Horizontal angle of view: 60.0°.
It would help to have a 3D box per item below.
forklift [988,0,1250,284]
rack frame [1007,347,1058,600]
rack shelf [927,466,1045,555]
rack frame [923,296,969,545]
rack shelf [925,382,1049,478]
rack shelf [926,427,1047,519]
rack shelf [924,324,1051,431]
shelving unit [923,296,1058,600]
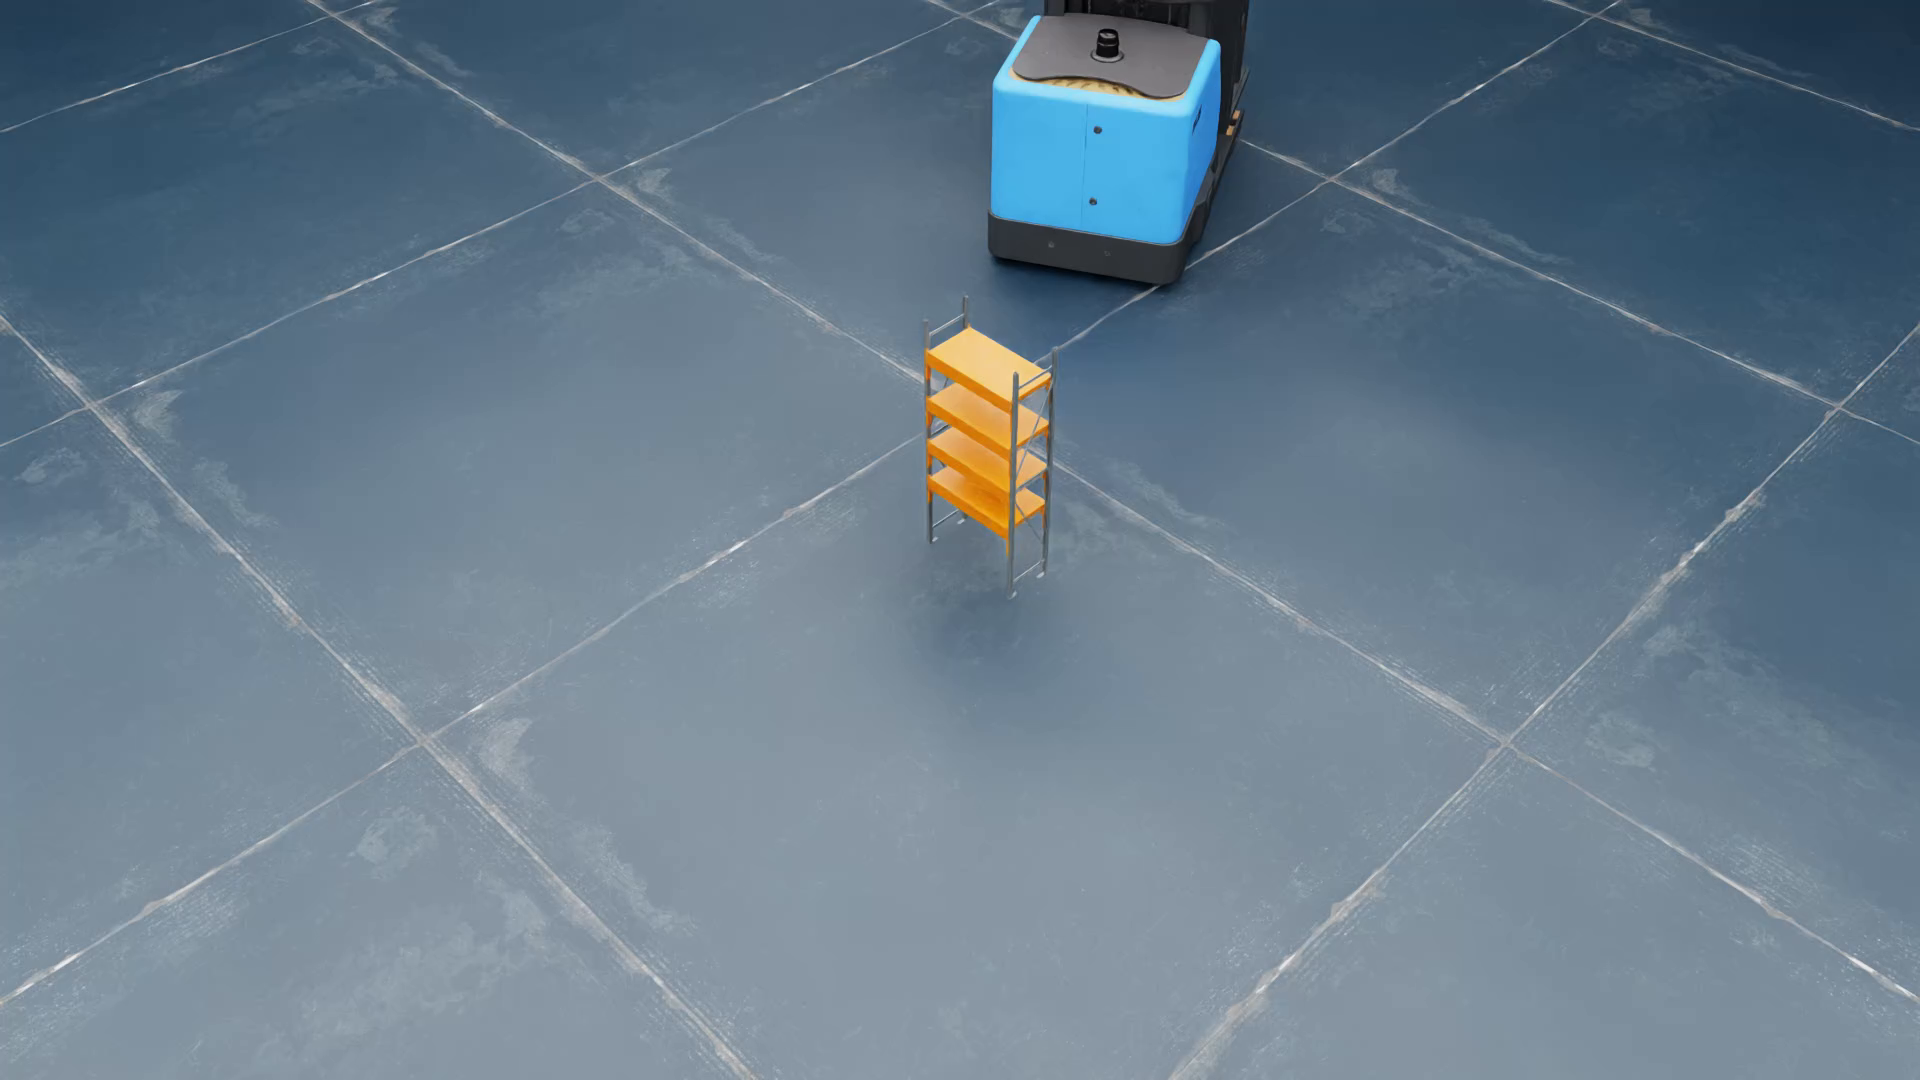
[{"bbox_3d":[1.071,-3.431,8.921,1.130,2.935,3.031,12,44,13],"label":"forklift"},{"bbox_3d":[0.289,-0.244,6.747,0.240,1.200,0.015,-34,53,-31],"label":"rack frame"},{"bbox_3d":[0.117,-0.166,7.055,0.258,0.148,0.480,-34,53,-31],"label":"rack shelf"},{"bbox_3d":[-0.055,-0.478,7.001,0.240,1.200,0.015,-34,53,-31],"label":"rack frame"},{"bbox_3d":[0.117,-0.476,6.768,0.258,0.148,0.480,-34,53,-31],"label":"rack shelf"},{"bbox_3d":[0.117,-0.312,6.920,0.258,0.148,0.480,-34,53,-31],"label":"rack shelf"},{"bbox_3d":[0.117,-0.650,6.607,0.258,0.148,0.480,-34,53,-31],"label":"rack shelf"},{"bbox_3d":[0.117,-0.361,6.874,0.258,1.200,0.503,-34,53,-31],"label":"shelving unit"}]
